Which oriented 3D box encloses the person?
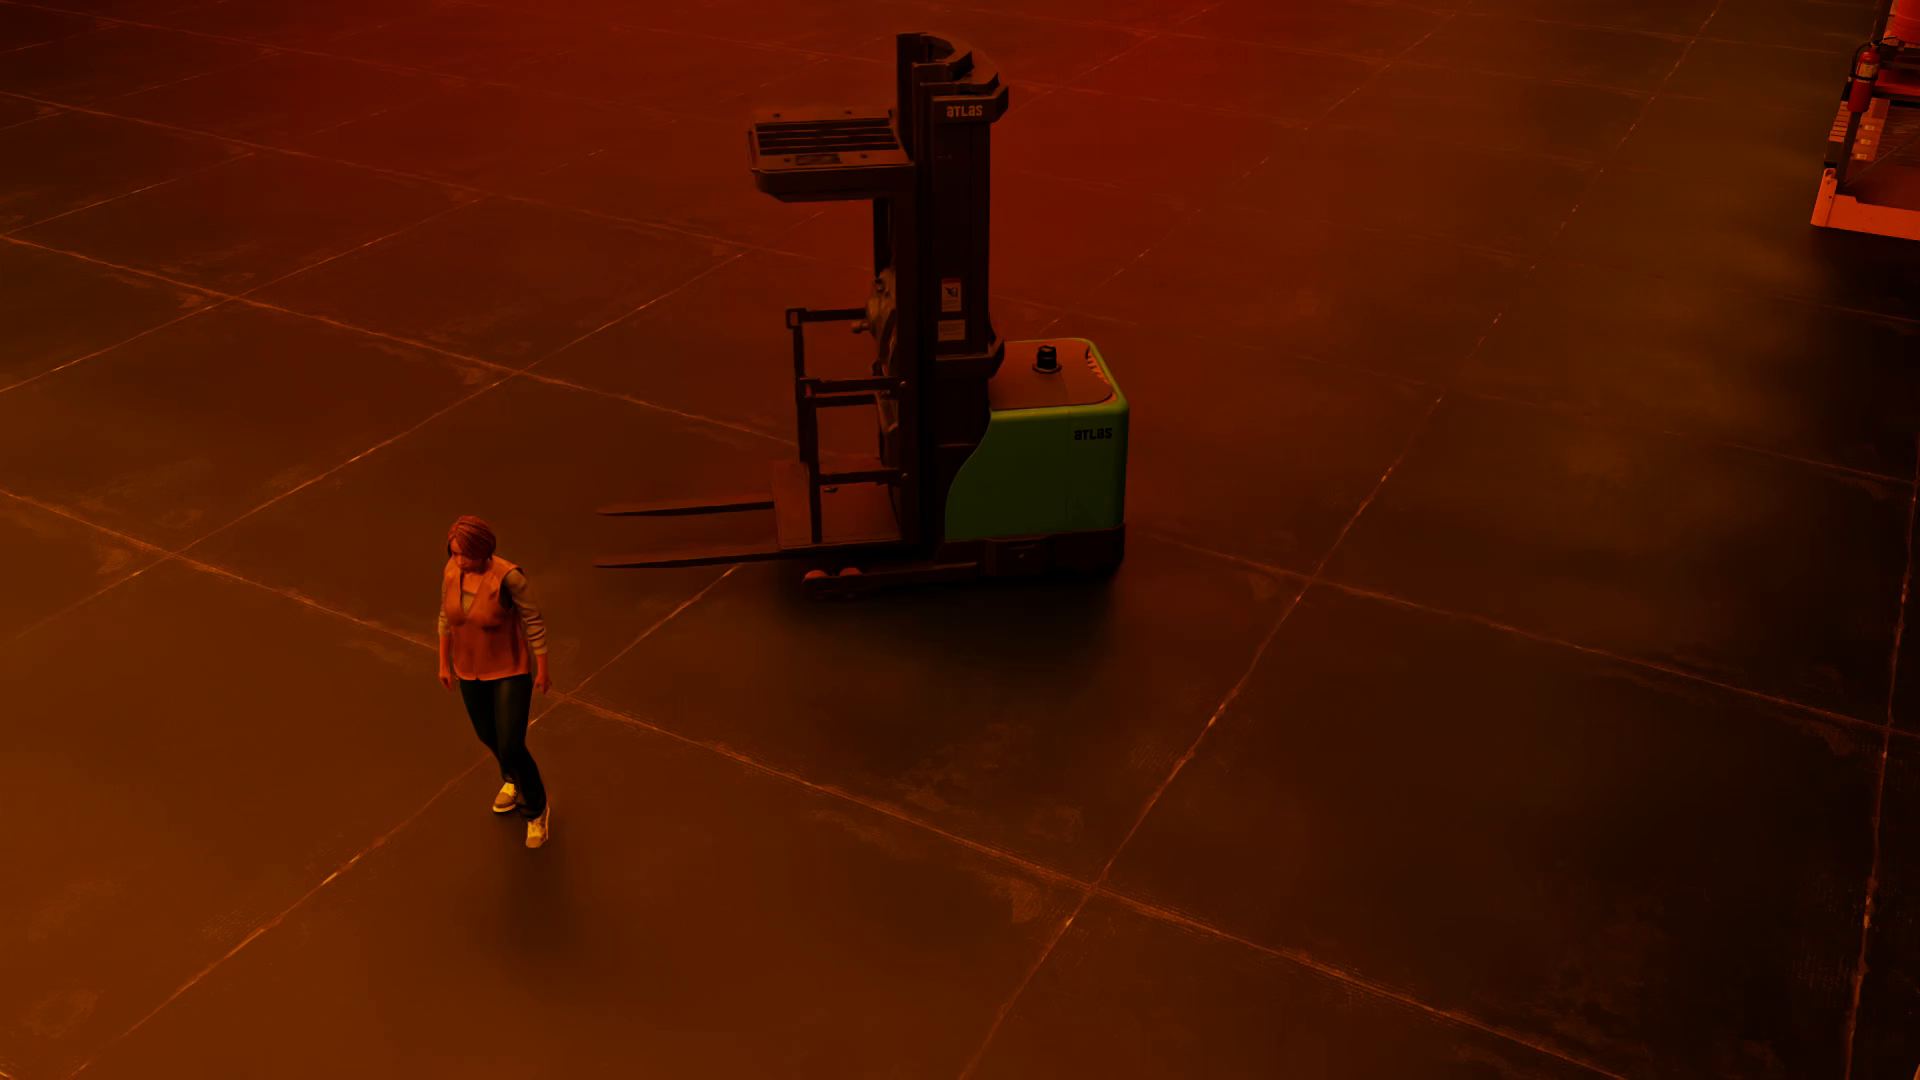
[{"bbox_3d":[-2.083,0.610,7.422,0.510,1.627,0.459,9,31,15],"label":"person"}]

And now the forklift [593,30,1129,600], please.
[{"bbox_3d":[-0.610,-1.213,9.173,3.031,2.935,1.130,-4,30,-8],"label":"forklift"}]
